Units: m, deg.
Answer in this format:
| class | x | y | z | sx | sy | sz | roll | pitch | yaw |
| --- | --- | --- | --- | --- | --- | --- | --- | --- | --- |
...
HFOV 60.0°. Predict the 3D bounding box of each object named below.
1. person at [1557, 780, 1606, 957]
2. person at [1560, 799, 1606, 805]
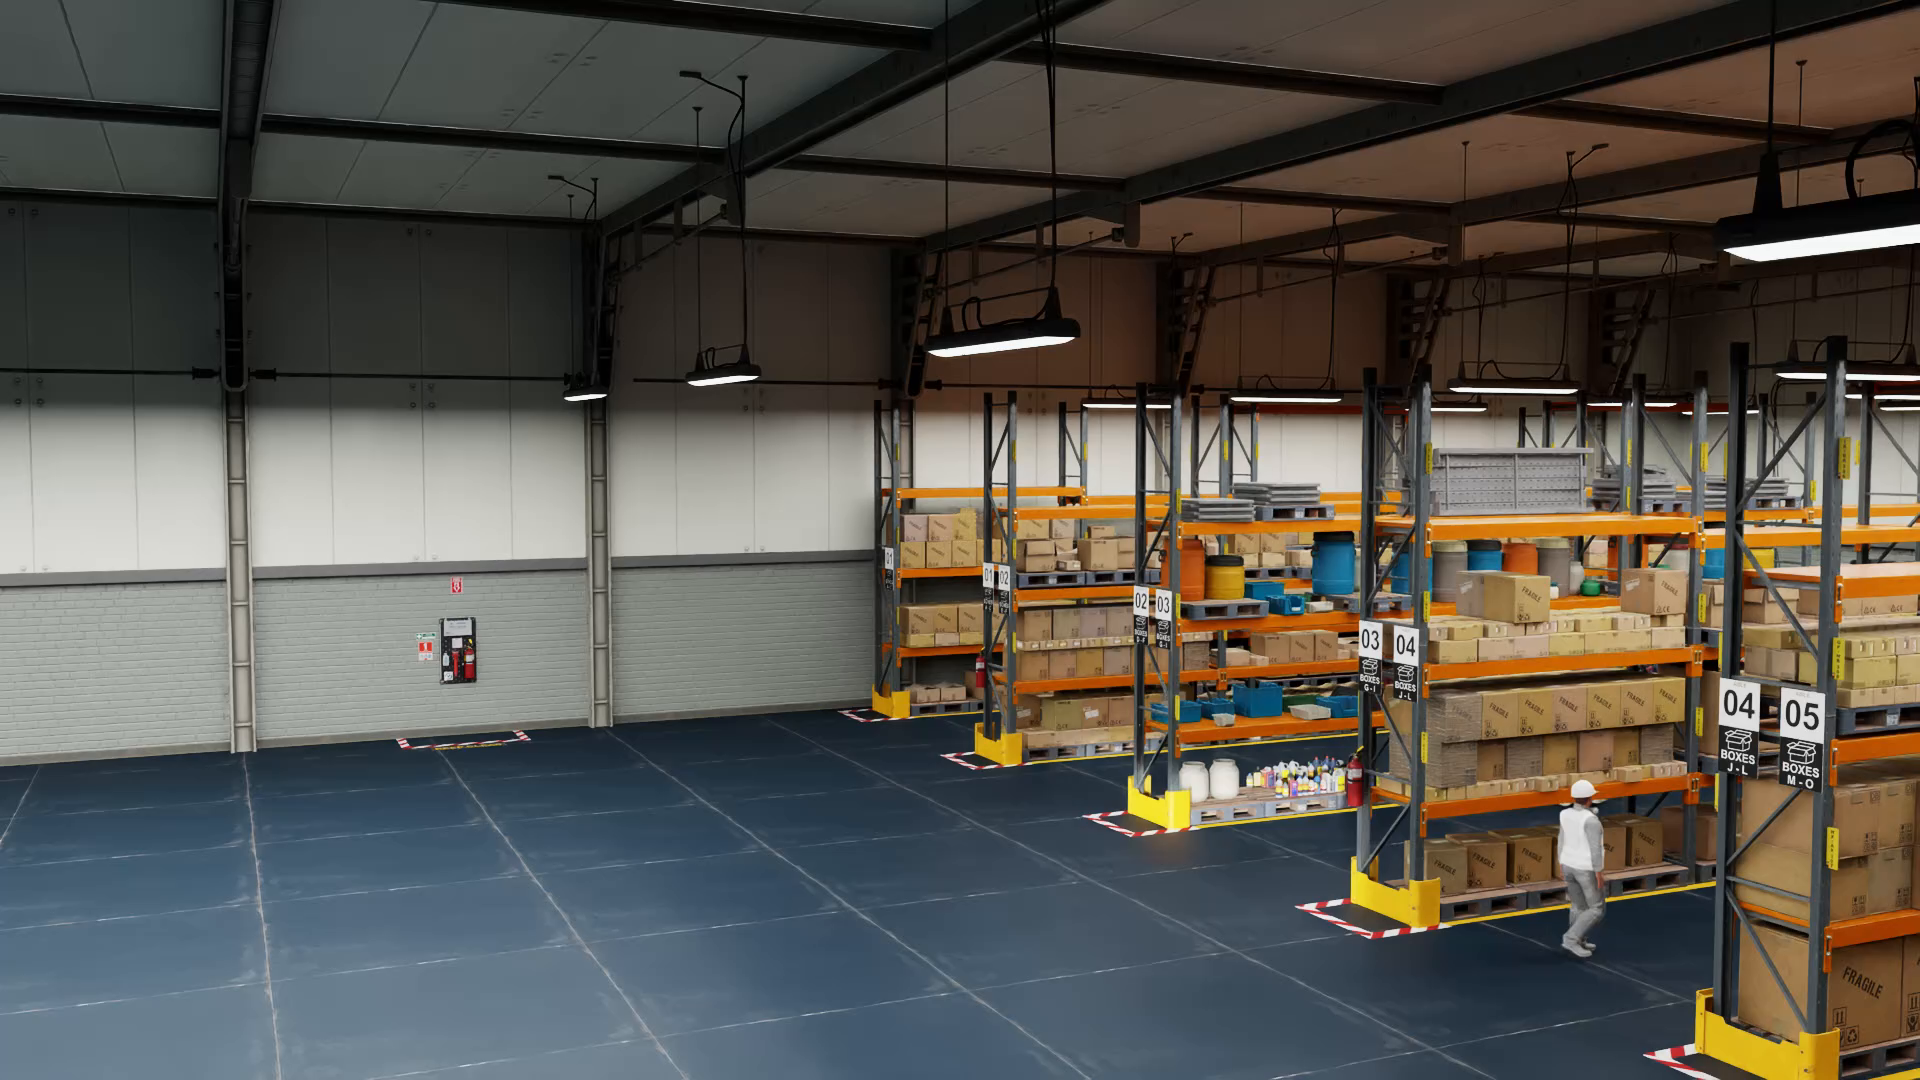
| class | x | y | z | sx | sy | sz | roll | pitch | yaw |
| --- | --- | --- | --- | --- | --- | --- | --- | --- | --- |
| person | 6.251 | 3.307 | 16.777 | 0.537 | 1.772 | 0.566 | -1 | 4 | -22 |
| person | 8.925 | 2.945 | 23.690 | 0.735 | 1.658 | 0.494 | -2 | 4 | -31 |
